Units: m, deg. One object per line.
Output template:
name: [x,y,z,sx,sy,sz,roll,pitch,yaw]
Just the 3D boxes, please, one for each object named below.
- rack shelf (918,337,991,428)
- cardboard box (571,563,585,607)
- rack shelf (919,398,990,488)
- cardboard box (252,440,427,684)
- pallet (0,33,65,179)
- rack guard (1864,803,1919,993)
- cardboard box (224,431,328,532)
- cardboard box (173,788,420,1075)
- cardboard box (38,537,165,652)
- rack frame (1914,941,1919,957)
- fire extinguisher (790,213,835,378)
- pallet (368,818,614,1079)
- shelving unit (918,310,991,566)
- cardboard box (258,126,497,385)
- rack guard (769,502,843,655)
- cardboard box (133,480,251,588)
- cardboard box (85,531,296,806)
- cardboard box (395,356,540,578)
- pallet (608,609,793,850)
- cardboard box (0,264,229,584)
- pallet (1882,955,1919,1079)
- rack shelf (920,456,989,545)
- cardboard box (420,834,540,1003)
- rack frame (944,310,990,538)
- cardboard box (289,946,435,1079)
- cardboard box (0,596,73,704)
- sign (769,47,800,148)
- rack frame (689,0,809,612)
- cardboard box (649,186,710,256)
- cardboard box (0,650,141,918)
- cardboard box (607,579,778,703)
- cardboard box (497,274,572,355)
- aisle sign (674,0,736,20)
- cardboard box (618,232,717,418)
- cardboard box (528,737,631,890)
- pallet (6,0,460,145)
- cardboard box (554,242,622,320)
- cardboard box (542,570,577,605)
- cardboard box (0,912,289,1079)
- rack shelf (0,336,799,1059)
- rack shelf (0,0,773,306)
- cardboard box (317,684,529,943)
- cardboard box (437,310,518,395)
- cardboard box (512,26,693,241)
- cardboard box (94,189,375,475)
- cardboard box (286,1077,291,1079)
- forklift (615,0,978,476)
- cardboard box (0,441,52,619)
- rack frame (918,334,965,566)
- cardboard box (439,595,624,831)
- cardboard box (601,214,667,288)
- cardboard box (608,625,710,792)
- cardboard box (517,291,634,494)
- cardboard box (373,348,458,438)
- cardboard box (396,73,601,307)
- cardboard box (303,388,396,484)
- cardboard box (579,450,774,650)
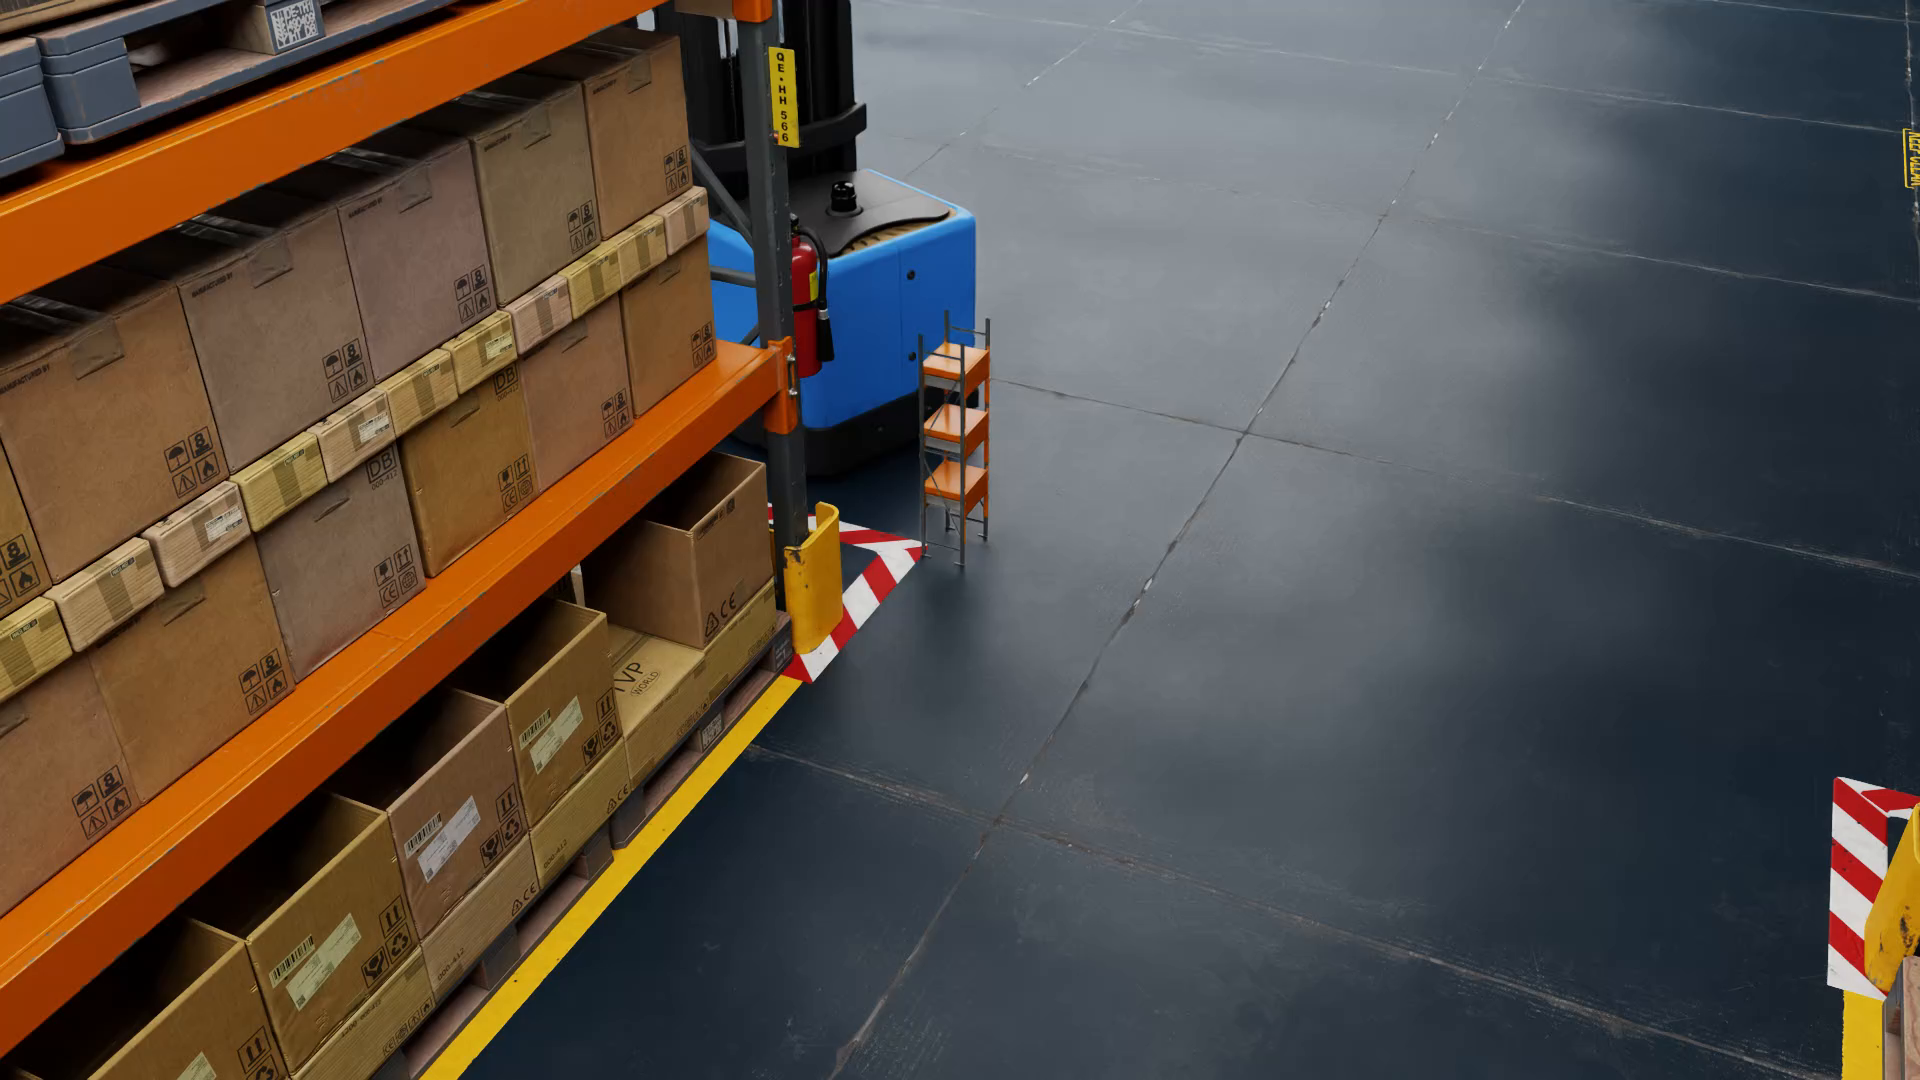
rack shelf: [-0.022,-0.641,6.772,0.215,0.259,0.240,14,36,20]
cardboard box: [-1.493,0.192,6.346,0.500,0.250,0.500,14,36,20]
rack shelf: [-0.022,-0.404,6.927,0.215,0.259,0.240,14,36,20]
cardboard box: [-1.919,-0.039,4.482,0.700,0.500,0.500,15,36,22]
pallet: [-2.407,-0.654,2.857,1.003,0.211,1.213,14,36,20]
rack guard: [3.403,1.220,4.934,1.175,0.500,0.348,14,36,20]
cardboard box: [-1.807,-0.181,4.107,0.380,0.149,0.250,14,36,20]
cardboard box: [-1.843,0.998,4.434,0.500,0.500,0.500,14,36,20]
cardboard box: [-2.025,0.083,3.706,0.380,0.149,0.250,13,35,19]
rack frame: [3.434,0.137,4.306,1.000,3.000,0.127,14,36,20]
fire extinguisher: [-0.595,-0.918,5.985,0.296,0.674,0.183,14,36,20]
pallet: [-1.860,1.164,5.282,1.003,0.211,1.213,14,36,20]
shelving unit: [-0.022,-0.413,6.922,0.215,1.050,0.252,14,36,20]
cardboard box: [-1.721,-0.812,4.478,0.700,0.500,0.500,14,36,21]
rack guard: [-1.056,0.035,6.740,1.175,0.500,0.348,14,36,20]
cardboard box: [-1.916,-0.051,3.909,0.380,0.149,0.250,13,35,19]
cardboard box: [-2.132,0.217,4.093,0.700,0.500,0.500,15,36,21]
cardboard box: [-1.702,-0.302,4.883,0.700,0.500,0.500,14,36,21]
pallet: [-1.348,0.559,6.205,1.003,0.211,1.213,14,36,20]
cardboard box: [-2.140,-0.314,3.719,0.700,0.500,0.500,14,36,20]
pallet: [3.031,1.737,4.408,1.003,0.211,1.213,14,36,20]
rack shelf: [-0.022,-0.171,7.080,0.215,0.259,0.240,14,36,20]
cardboard box: [-1.639,1.061,5.021,0.500,0.250,0.500,14,36,20]
rack frame: [0.029,-0.473,7.014,0.200,1.050,0.008,14,36,20]
cardboard box: [-1.843,1.311,4.639,0.500,0.250,0.500,14,36,20]
cardboard box: [-2.132,0.207,3.516,0.380,0.149,0.250,14,36,20]
sign: [-0.579,-1.450,5.454,0.100,0.325,0.005,14,36,20]
rack frame: [-1.066,-0.998,6.036,1.000,3.000,0.127,14,36,20]
cardboard box: [-1.053,-1.077,5.474,0.380,0.149,0.250,14,36,20]
cardboard box: [-2.345,0.466,3.713,0.700,0.500,0.500,14,36,20]
cardboard box: [-1.022,0.311,6.164,0.500,0.250,0.500,14,36,20]
cardboard box: [-1.376,-0.694,4.890,0.380,0.149,0.250,15,36,21]
aisle sign: [-0.772,-2.050,5.271,0.394,0.787,0.004,14,36,20]
cardboard box: [-1.273,-0.810,5.659,0.700,0.500,0.500,14,36,20]
cardboard box: [-1.428,0.812,5.400,0.500,0.250,0.500,14,36,20]
pallet: [-1.895,-1.259,3.780,1.003,0.211,1.213,14,36,20]
cardboard box: [-1.268,-0.819,5.081,0.380,0.149,0.250,14,36,20]
cardboard box: [-1.700,0.128,5.760,0.500,0.500,0.500,14,36,20]
cardboard box: [-2.060,1.245,4.057,0.500,0.500,0.500,14,36,20]
rack shelf: [-1.903,0.299,4.715,1.077,0.370,4.000,14,36,20]
rack shelf: [-1.903,-0.955,3.892,1.077,0.370,4.000,14,36,20]
cardboard box: [-1.636,0.748,4.814,0.500,0.500,0.500,14,36,20]
cardboard box: [-1.485,-0.563,4.691,0.380,0.149,0.250,15,36,22]
cardboard box: [-1.296,-1.326,5.263,0.700,0.500,0.500,14,36,21]
cardboard box: [-1.930,-0.562,4.098,0.700,0.500,0.500,14,36,21]
cardboard box: [-2.057,1.559,4.261,0.500,0.250,0.500,14,36,20]
forklift: [-1.273,-2.239,7.992,1.130,2.935,3.031,-26,42,-34]
cardboard box: [-2.350,-0.064,3.339,0.700,0.500,0.500,14,36,20]
rack frame: [-0.073,-0.352,6.829,0.200,1.050,0.008,14,36,20]
cardboard box: [-1.426,0.499,5.193,0.500,0.500,0.500,14,36,20]
cardboard box: [-1.162,-0.946,5.275,0.380,0.149,0.250,15,36,22]
cardboard box: [-1.221,0.563,5.781,0.500,0.250,0.500,14,36,20]
cardboard box: [-1.489,-0.548,5.258,0.700,0.500,0.500,15,36,22]
cardboard box: [-1.594,-0.432,4.490,0.380,0.149,0.250,15,36,22]
cardboard box: [-1.511,-1.063,4.862,0.700,0.500,0.500,13,36,19]
cardboard box: [-1.700,-0.304,4.295,0.380,0.149,0.250,14,36,20]
cardboard box: [-1.021,-0.002,5.958,0.500,0.500,0.500,14,36,20]
